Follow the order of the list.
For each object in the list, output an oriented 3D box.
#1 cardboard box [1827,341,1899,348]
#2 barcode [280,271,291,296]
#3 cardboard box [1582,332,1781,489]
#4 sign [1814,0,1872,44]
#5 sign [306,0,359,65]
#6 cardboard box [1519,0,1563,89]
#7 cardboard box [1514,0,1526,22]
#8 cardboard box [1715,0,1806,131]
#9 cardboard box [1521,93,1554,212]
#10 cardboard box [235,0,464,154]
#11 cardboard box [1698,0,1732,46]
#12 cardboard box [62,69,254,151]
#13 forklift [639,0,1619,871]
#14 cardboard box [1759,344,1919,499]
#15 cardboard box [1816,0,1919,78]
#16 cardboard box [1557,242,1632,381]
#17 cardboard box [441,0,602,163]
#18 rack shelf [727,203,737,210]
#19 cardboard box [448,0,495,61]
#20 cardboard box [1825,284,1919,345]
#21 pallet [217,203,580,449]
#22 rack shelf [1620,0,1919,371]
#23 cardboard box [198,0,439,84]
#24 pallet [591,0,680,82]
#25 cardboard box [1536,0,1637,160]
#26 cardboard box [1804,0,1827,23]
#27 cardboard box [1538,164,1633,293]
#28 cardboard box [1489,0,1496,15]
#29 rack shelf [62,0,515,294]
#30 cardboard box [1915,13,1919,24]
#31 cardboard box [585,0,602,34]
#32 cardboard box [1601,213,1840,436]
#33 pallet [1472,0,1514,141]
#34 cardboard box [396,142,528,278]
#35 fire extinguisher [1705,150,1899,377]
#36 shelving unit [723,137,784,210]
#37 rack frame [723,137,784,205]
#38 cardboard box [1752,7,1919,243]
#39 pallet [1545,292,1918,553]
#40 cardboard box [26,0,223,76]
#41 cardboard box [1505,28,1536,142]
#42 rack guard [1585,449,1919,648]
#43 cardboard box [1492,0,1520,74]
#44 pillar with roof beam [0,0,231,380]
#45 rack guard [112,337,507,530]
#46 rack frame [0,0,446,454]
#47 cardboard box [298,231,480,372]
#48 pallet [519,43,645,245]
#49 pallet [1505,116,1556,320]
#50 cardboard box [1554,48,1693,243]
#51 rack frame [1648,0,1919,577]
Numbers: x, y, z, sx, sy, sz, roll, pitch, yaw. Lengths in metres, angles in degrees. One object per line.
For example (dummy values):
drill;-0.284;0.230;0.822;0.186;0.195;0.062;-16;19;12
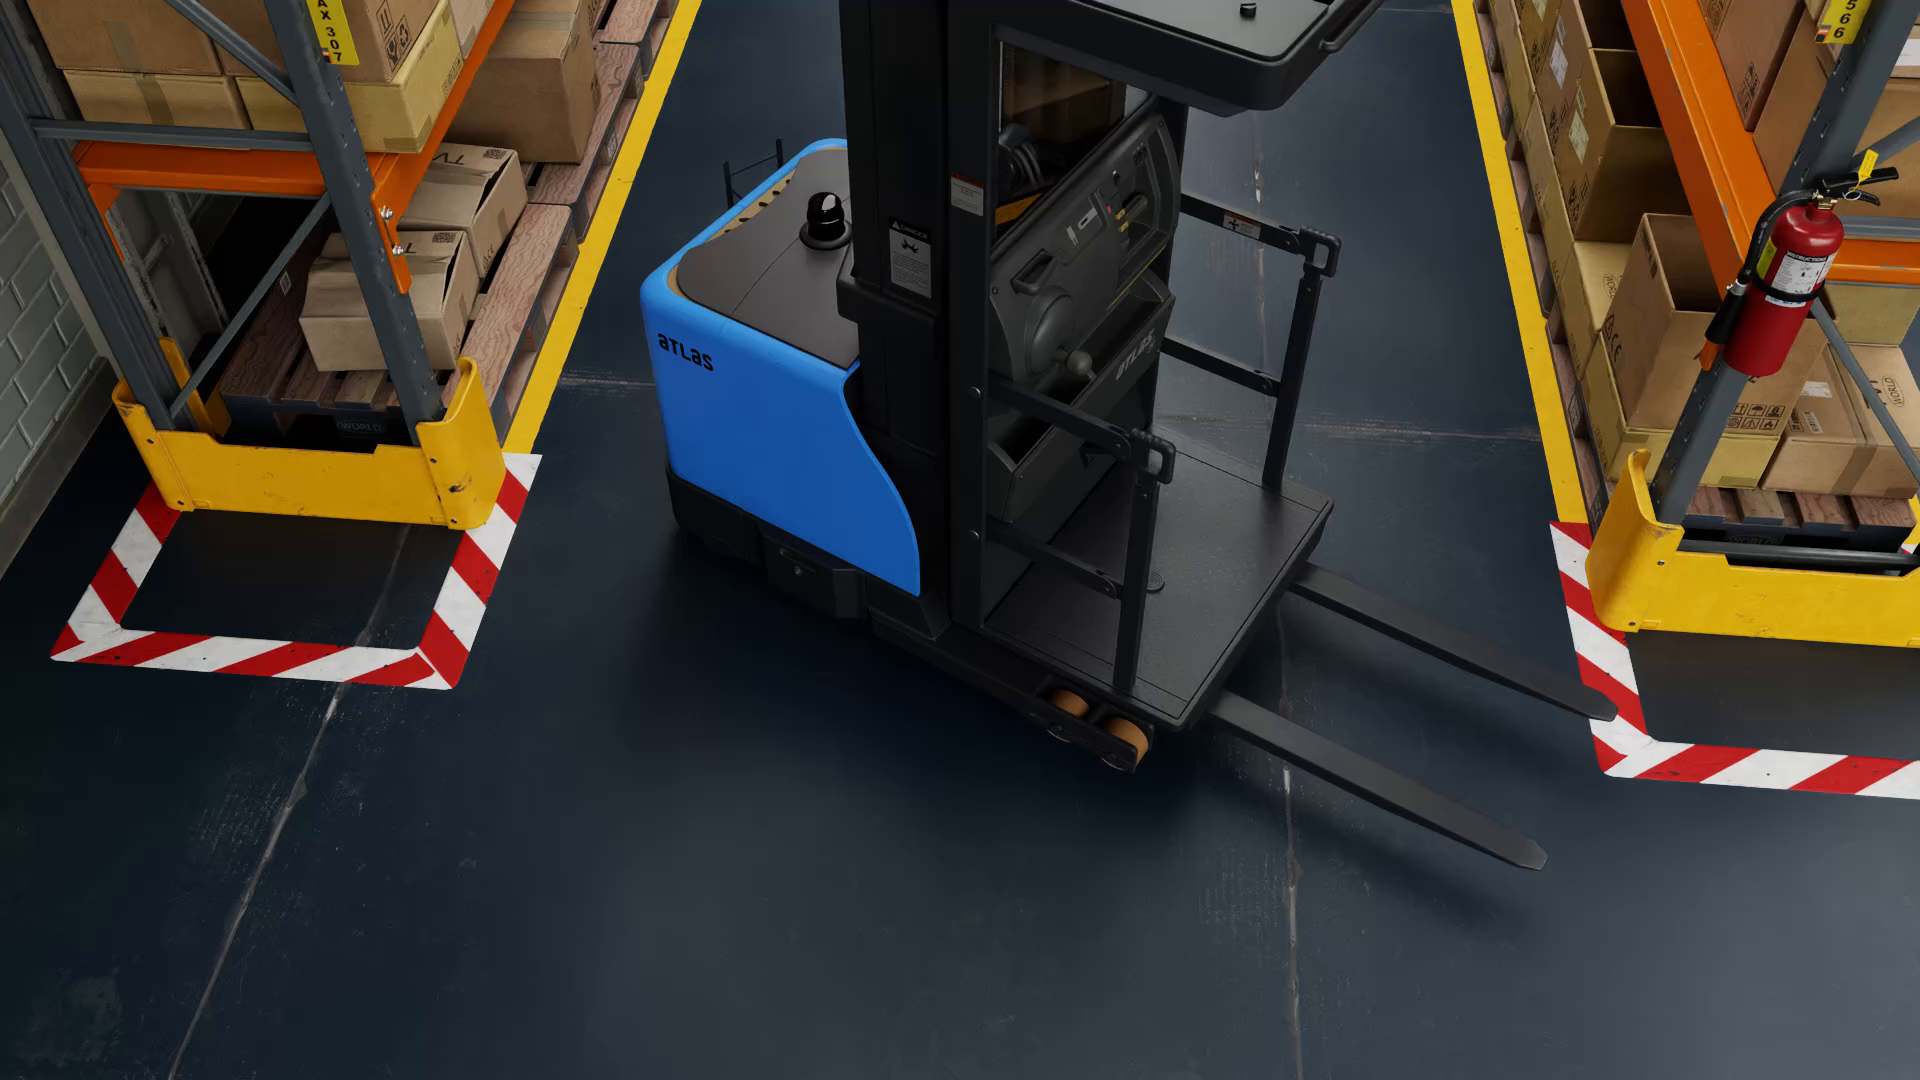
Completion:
cardboard box;3.017;-0.784;6.013;0.500;0.250;0.500;4;48;4
barcode;-2.472;-0.940;6.095;0.001;0.075;0.075;4;48;4
cardboard box;2.460;-0.451;5.709;0.500;0.250;0.500;4;48;4
sign;2.166;-1.341;3.998;0.100;0.325;0.005;4;48;4
sign;-1.688;-1.410;4.420;0.100;0.325;0.005;4;48;4
cardboard box;2.625;-2.175;6.777;0.500;0.500;0.500;4;48;4
cardboard box;2.678;-2.542;7.113;0.500;0.500;0.500;4;48;4
cardboard box;2.803;-1.586;5.100;0.700;0.500;0.500;5;48;5
cardboard box;2.585;-1.554;6.717;0.500;0.250;0.500;4;48;4
cardboard box;-1.868;-1.447;5.129;0.500;0.250;0.500;3;48;2
cardboard box;2.854;-1.950;5.433;0.700;0.500;0.500;4;48;4
cardboard box;-2.379;-1.466;5.147;0.500;0.250;0.500;4;48;4
forklift;0.527;-0.737;4.438;3.031;2.935;1.130;26;53;22
cardboard box;2.976;-0.416;5.677;0.500;0.250;0.500;4;48;4
cardboard box;2.550;-1.370;4.463;0.380;0.149;0.250;3;48;3
cardboard box;2.493;-0.819;6.045;0.500;0.250;0.500;4;48;4
cardboard box;-1.907;-1.916;6.865;0.700;0.500;0.500;1;48;1
rack shelf;-0.657;-1.150;5.871;0.258;0.077;0.200;-30;54;-25
cardboard box;-1.835;-1.830;5.479;0.500;0.250;0.500;3;48;2
cardboard box;3.019;-1.037;5.736;0.500;0.500;0.500;4;48;4
pallet;-2.112;-0.863;6.396;1.003;0.211;1.213;4;48;4
rack shelf;2.887;-2.050;6.080;1.077;0.370;4.000;4;48;4
cardboard box;-1.885;-1.694;4.846;0.500;0.500;0.500;4;48;4
pallet;-1.890;-2.656;8.036;1.003;0.211;1.213;4;48;4
cardboard box;2.581;-1.807;6.441;0.500;0.500;0.500;4;48;4
cardboard box;2.573;-1.562;4.639;0.380;0.149;0.250;5;48;5
cardboard box;2.537;-1.187;6.381;0.500;0.250;0.500;4;48;4
cardboard box;2.725;-2.656;7.725;0.500;0.250;0.500;4;48;4
rack shelf;-2.046;-2.381;6.382;1.077;0.370;4.000;4;48;4
cardboard box;2.765;-1.676;4.303;0.700;0.500;0.500;4;48;4
cardboard box;-1.919;-2.633;7.521;0.500;0.500;0.500;1;48;1
cardboard box;2.458;-0.704;5.432;0.500;0.500;0.500;4;48;4
pallet;2.955;-2.240;7.656;1.003;0.211;1.213;4;48;4
cardboard box;-2.024;-1.316;6.445;0.500;0.311;0.500;7;48;7
fire extinguisher;2.232;-0.742;4.448;0.296;0.674;0.183;4;48;4
shelving unit;-0.657;-0.990;6.046;0.258;0.900;0.210;-30;54;-25
rack frame;-0.721;-1.049;6.100;0.240;0.900;0.006;-30;54;-25
cardboard box;2.760;-1.199;4.746;0.700;0.500;0.500;4;48;4
pallet;2.733;-0.447;6.016;1.003;0.211;1.213;4;48;4
cardboard box;-2.397;-1.724;4.874;0.500;0.500;0.500;3;48;3
cardboard box;2.624;-1.922;7.054;0.500;0.250;0.500;4;48;4
rack guard;2.703;0.038;5.377;1.175;0.500;0.348;4;48;4
cardboard box;2.675;-2.289;7.390;0.500;0.250;0.500;4;48;4
pillar with roof beam;1.261;-3.462;2.818;9.100;9.000;0.400;4;48;4
rack guard;-2.221;-0.366;5.746;1.175;0.500;0.348;4;48;4
rack frame;-2.228;-1.154;4.772;1.000;3.000;0.127;4;48;4
cardboard box;-2.076;-0.897;6.062;0.500;0.311;0.500;-1;48;-1
pallet;-1.998;-1.757;7.214;1.003;0.211;1.213;4;48;4
pallet;2.847;-1.341;6.833;1.003;0.211;1.213;4;48;4
cardboard box;2.534;-1.440;6.105;0.500;0.500;0.500;4;48;4
rack frame;2.705;-0.823;4.470;1.000;3.000;0.127;4;48;4
